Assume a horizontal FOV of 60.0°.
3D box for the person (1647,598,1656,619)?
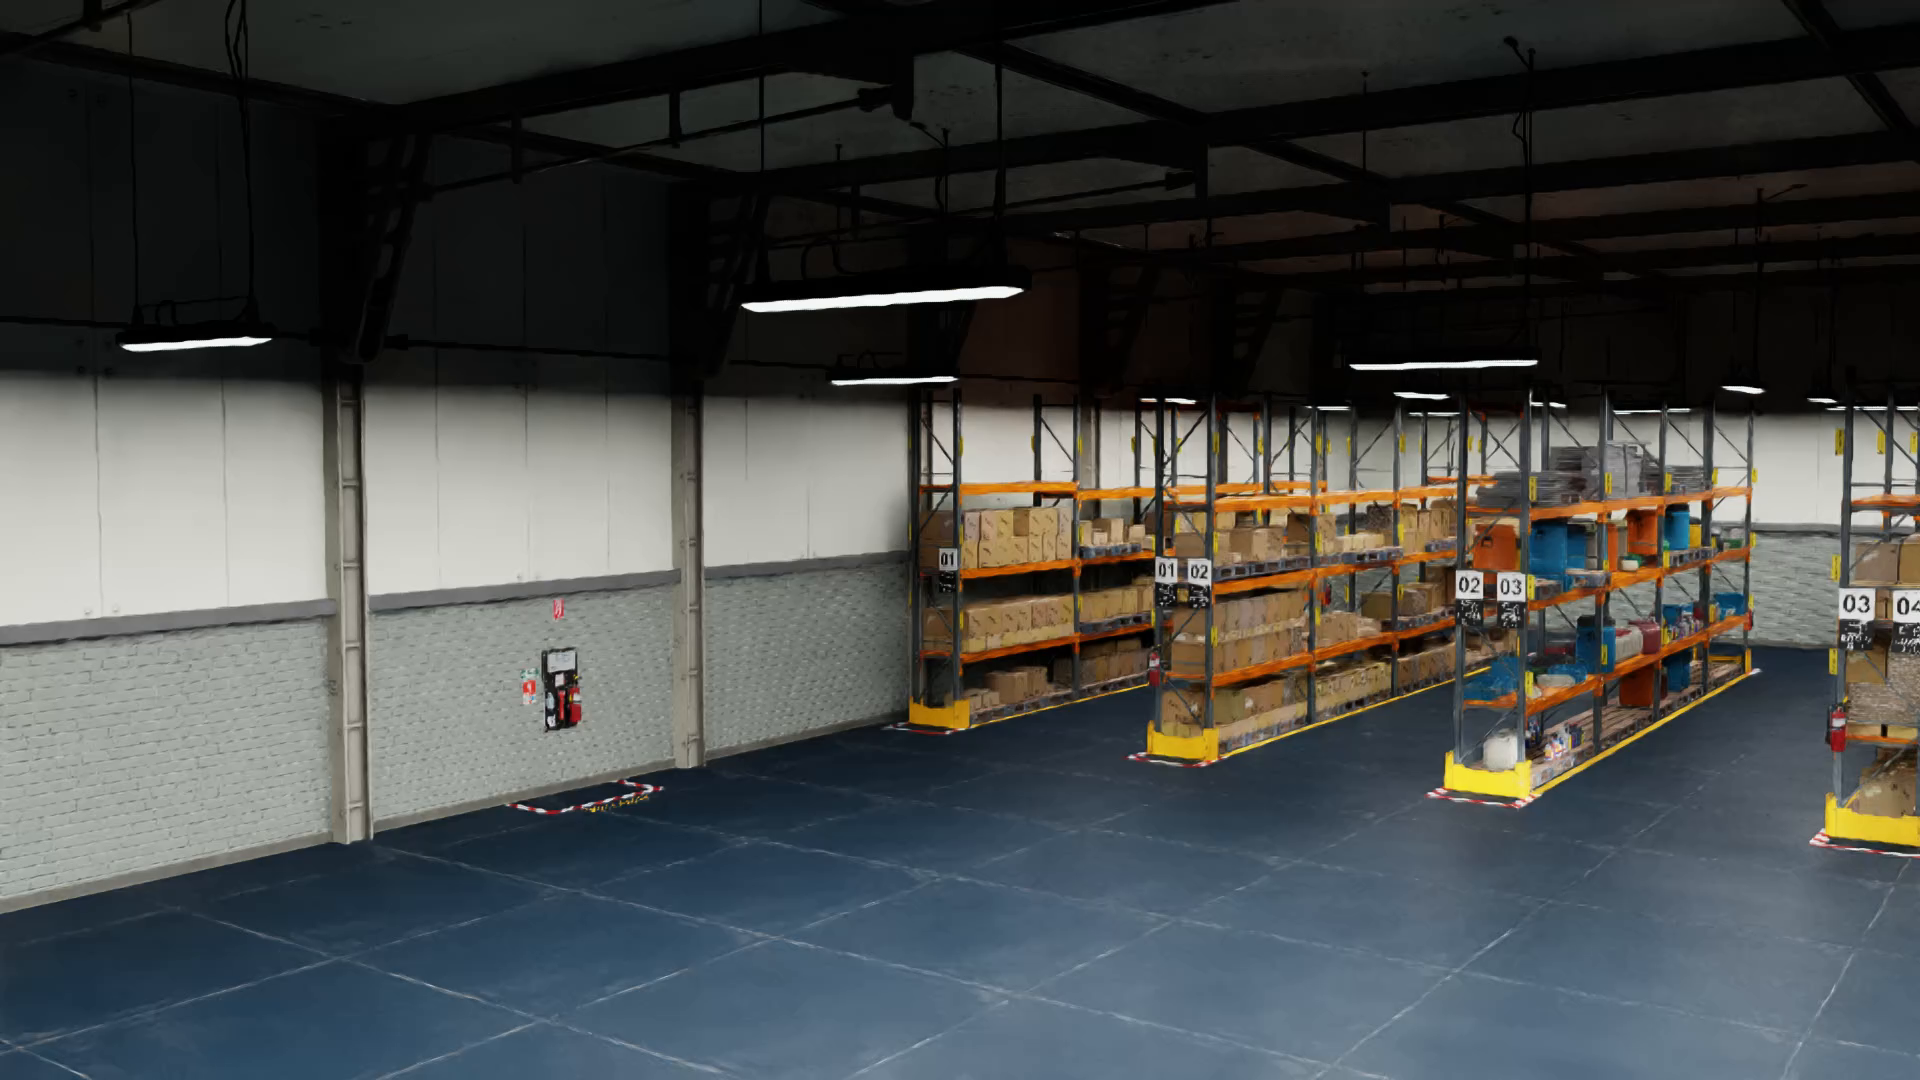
[{"bbox_3d":[14.629,2.121,35.043,0.634,1.824,0.445,-2,4,-33],"label":"person"}]
